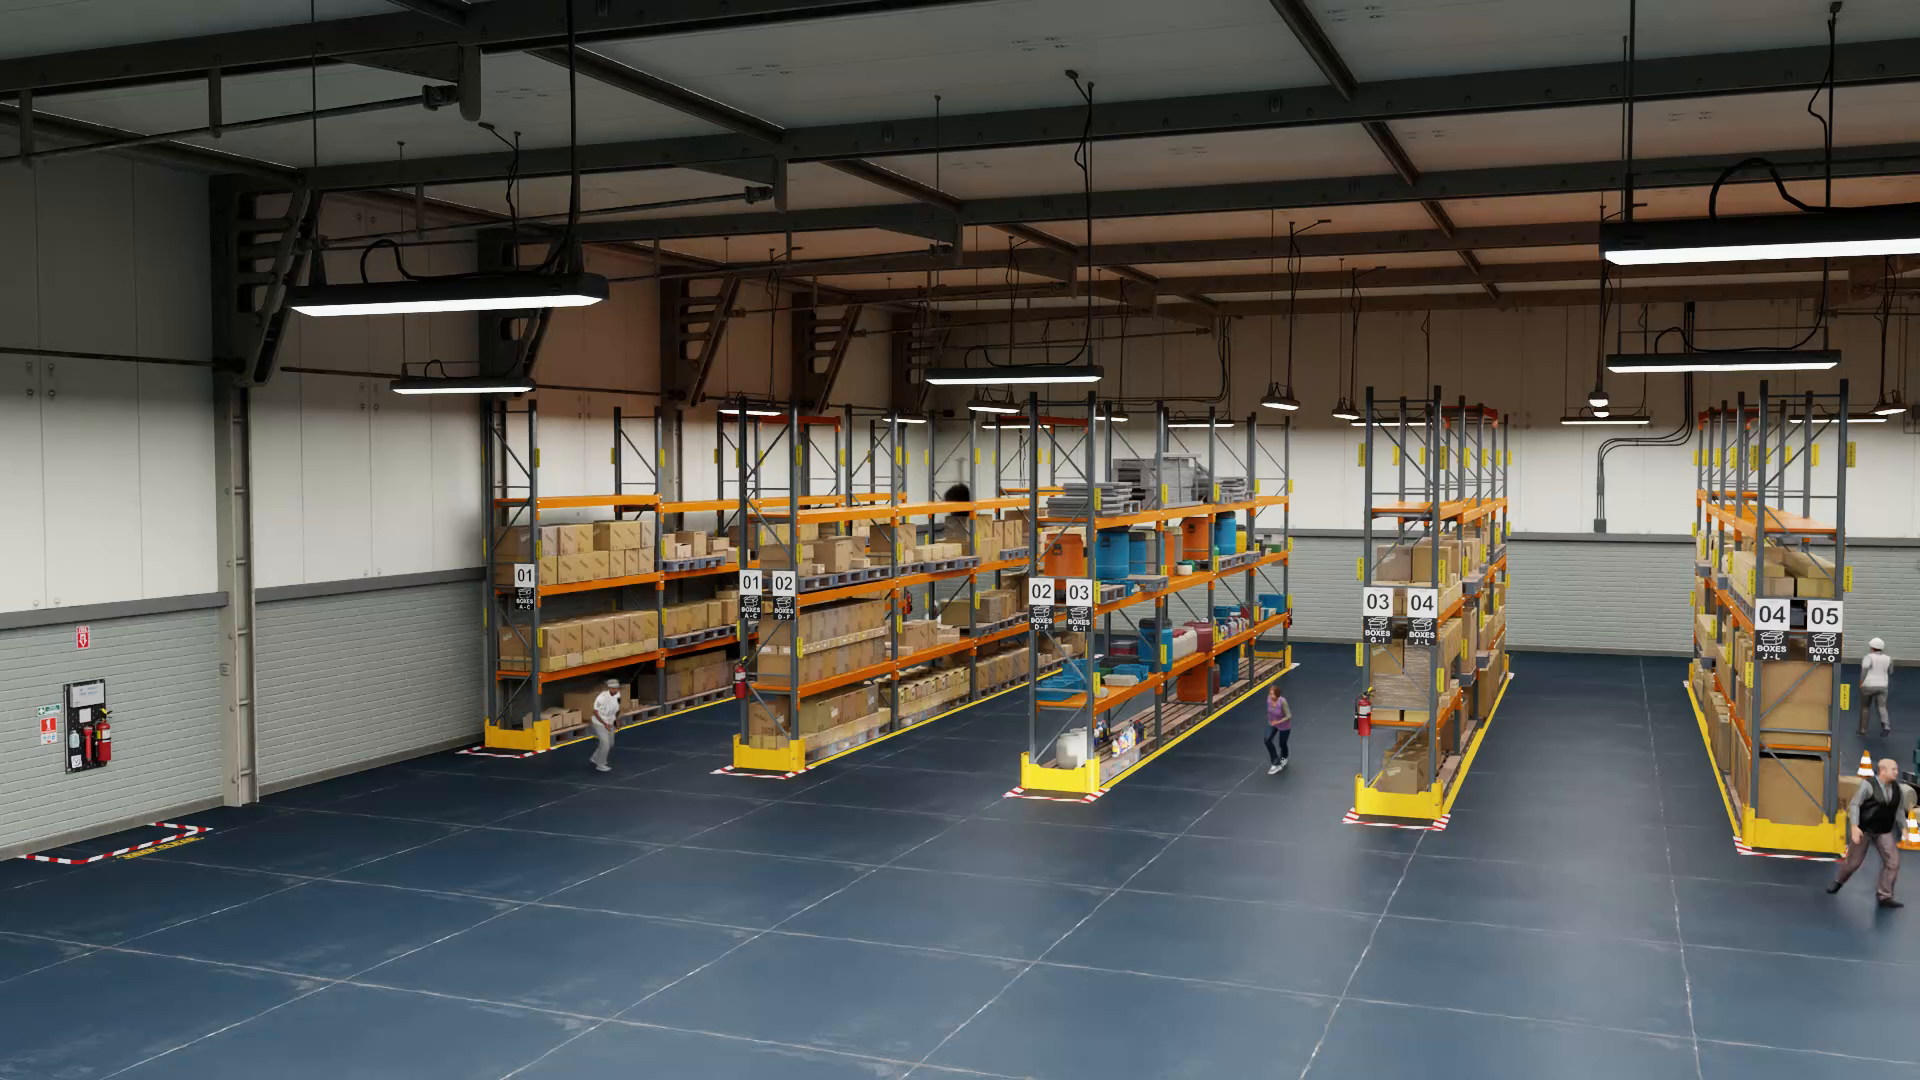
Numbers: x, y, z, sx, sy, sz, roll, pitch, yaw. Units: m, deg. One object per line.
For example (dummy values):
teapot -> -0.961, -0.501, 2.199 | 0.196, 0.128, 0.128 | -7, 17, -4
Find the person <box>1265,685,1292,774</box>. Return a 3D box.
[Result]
person -> 5.097, 2.961, 26.405 | 0.524, 1.406, 1.021 | 2, 3, 31

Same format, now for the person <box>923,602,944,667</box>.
person -> -0.587, 2.263, 38.097 | 0.678, 1.724, 0.643 | 1, 3, 22

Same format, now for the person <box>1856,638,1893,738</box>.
person -> 16.303, 2.620, 29.606 | 0.638, 1.759, 0.986 | 0, 3, 9

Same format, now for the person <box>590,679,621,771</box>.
person -> -5.670, 2.937, 26.572 | 0.808, 1.517, 0.593 | 2, 3, 31

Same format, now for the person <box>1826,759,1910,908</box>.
person -> 10.243, 3.257, 18.731 | 0.716, 1.667, 0.856 | 0, 3, -9
